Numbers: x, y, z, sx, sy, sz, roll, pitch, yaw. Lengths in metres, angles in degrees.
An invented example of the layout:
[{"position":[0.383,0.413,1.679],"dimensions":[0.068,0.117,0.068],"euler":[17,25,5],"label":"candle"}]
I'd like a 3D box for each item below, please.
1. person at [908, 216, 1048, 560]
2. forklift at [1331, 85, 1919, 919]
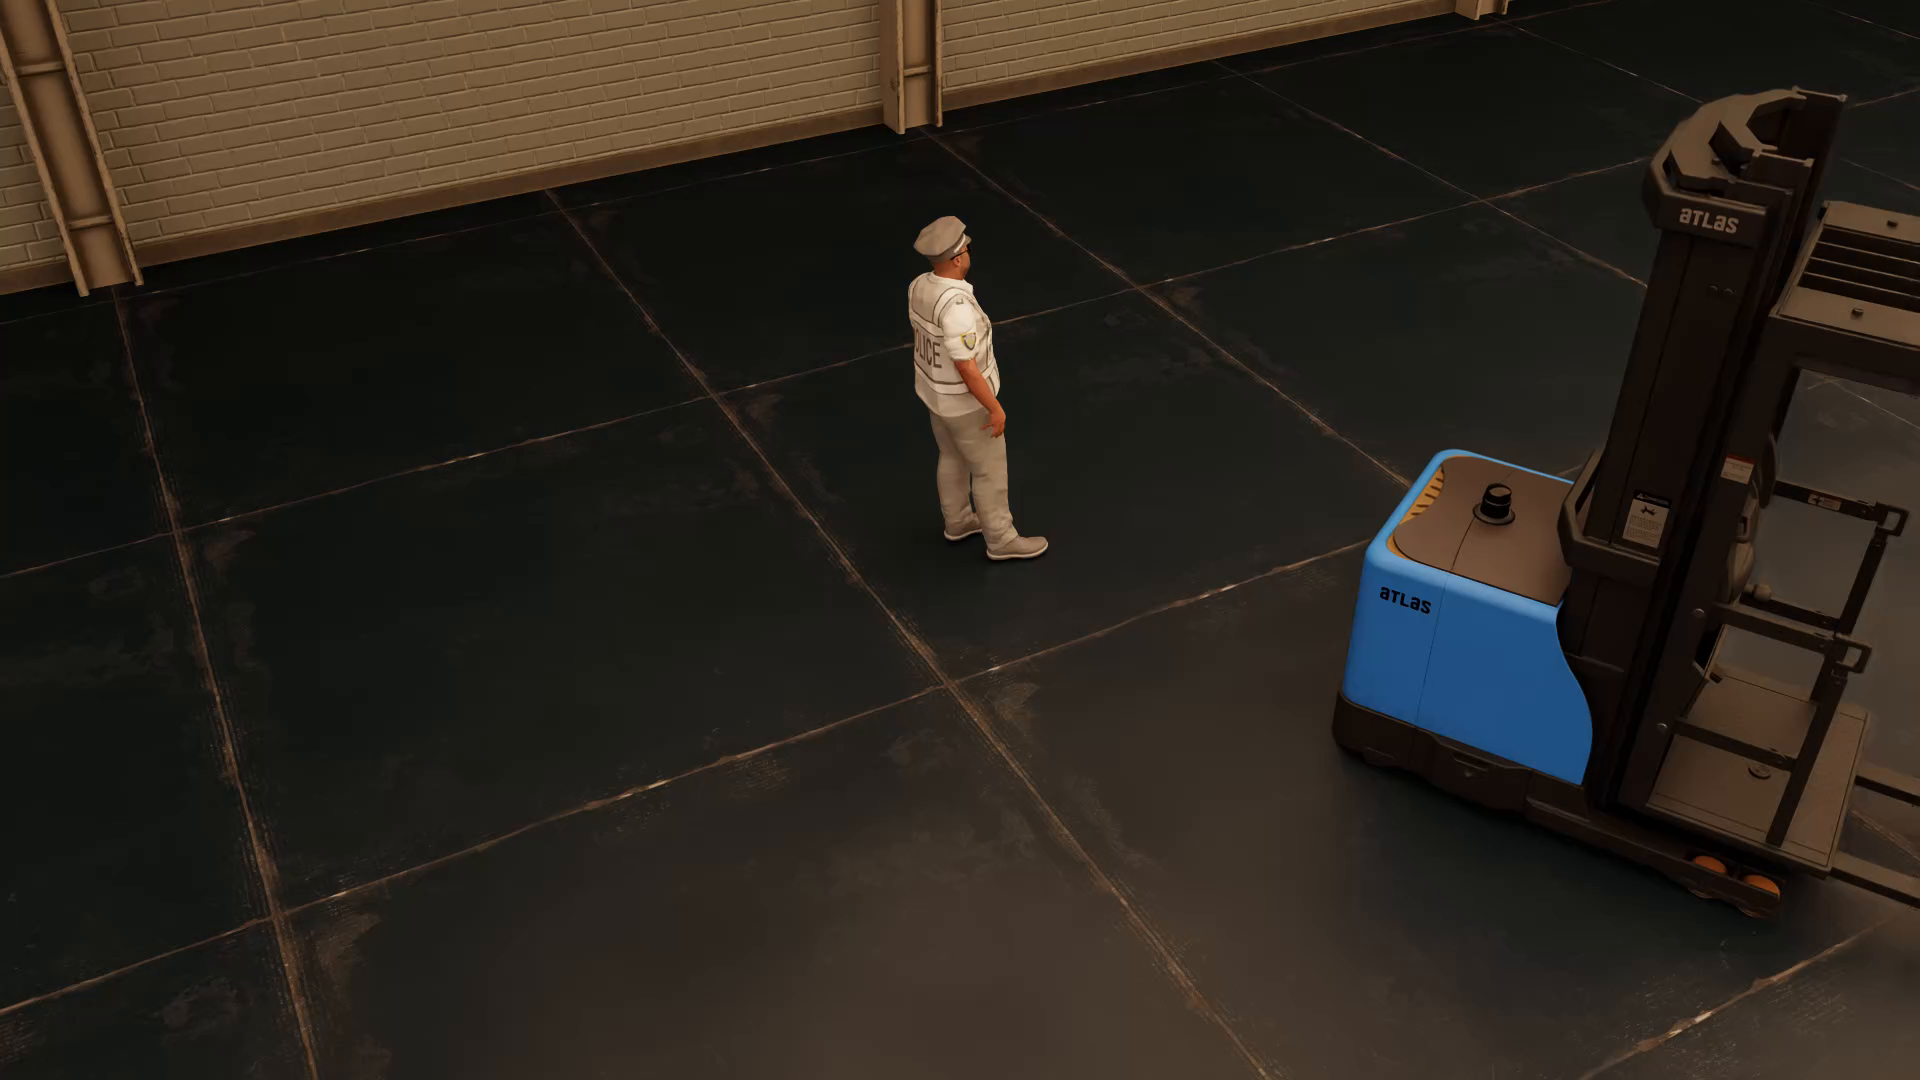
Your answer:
[{"position":[0.074,-0.748,8.165],"dimensions":[0.575,1.781,0.640],"euler":[-17,39,-23],"label":"person"},{"position":[3.162,-0.062,6.210],"dimensions":[3.031,2.935,1.130],"euler":[20,40,26],"label":"forklift"}]
